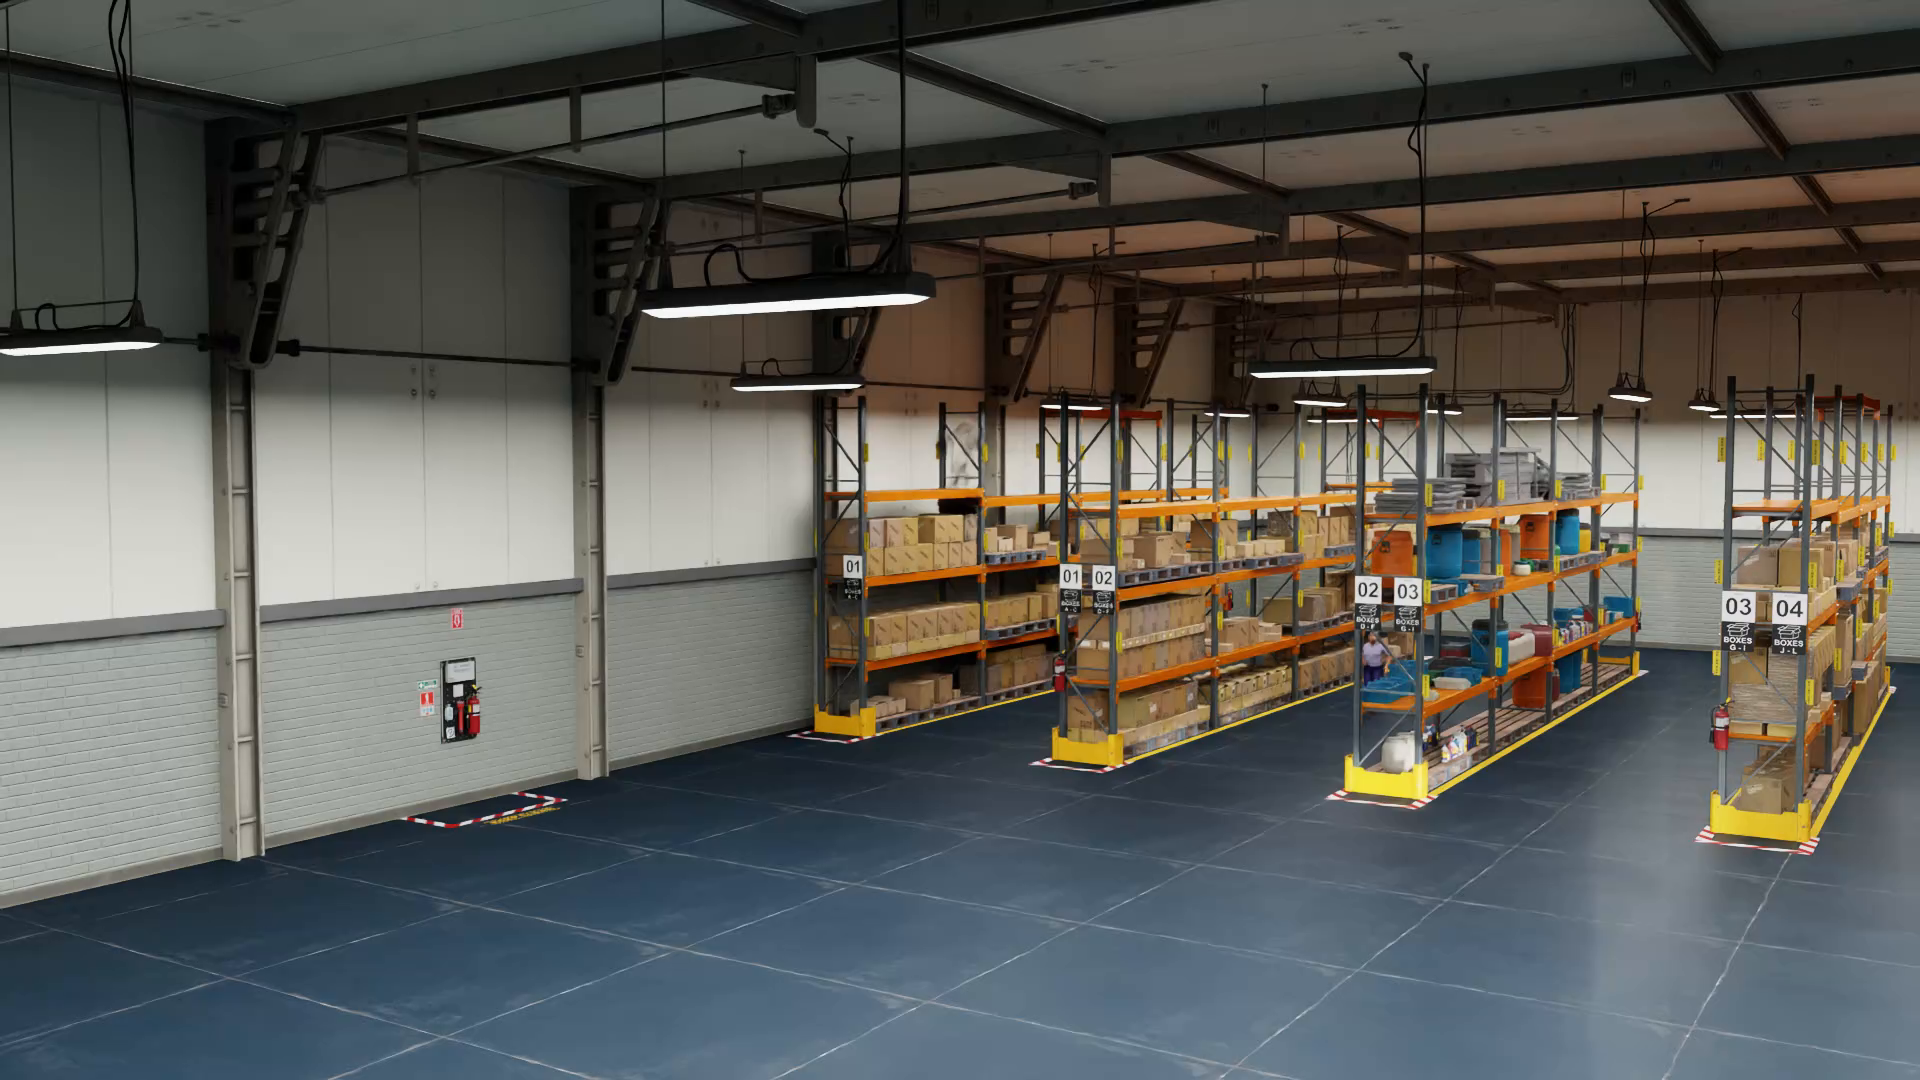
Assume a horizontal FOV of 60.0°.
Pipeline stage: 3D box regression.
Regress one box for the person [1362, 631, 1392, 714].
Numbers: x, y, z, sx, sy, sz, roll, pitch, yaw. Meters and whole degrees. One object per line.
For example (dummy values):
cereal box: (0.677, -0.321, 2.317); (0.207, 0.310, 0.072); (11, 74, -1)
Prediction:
person: (7.874, 2.530, 31.698); (0.593, 1.609, 0.577); (2, 4, 32)
